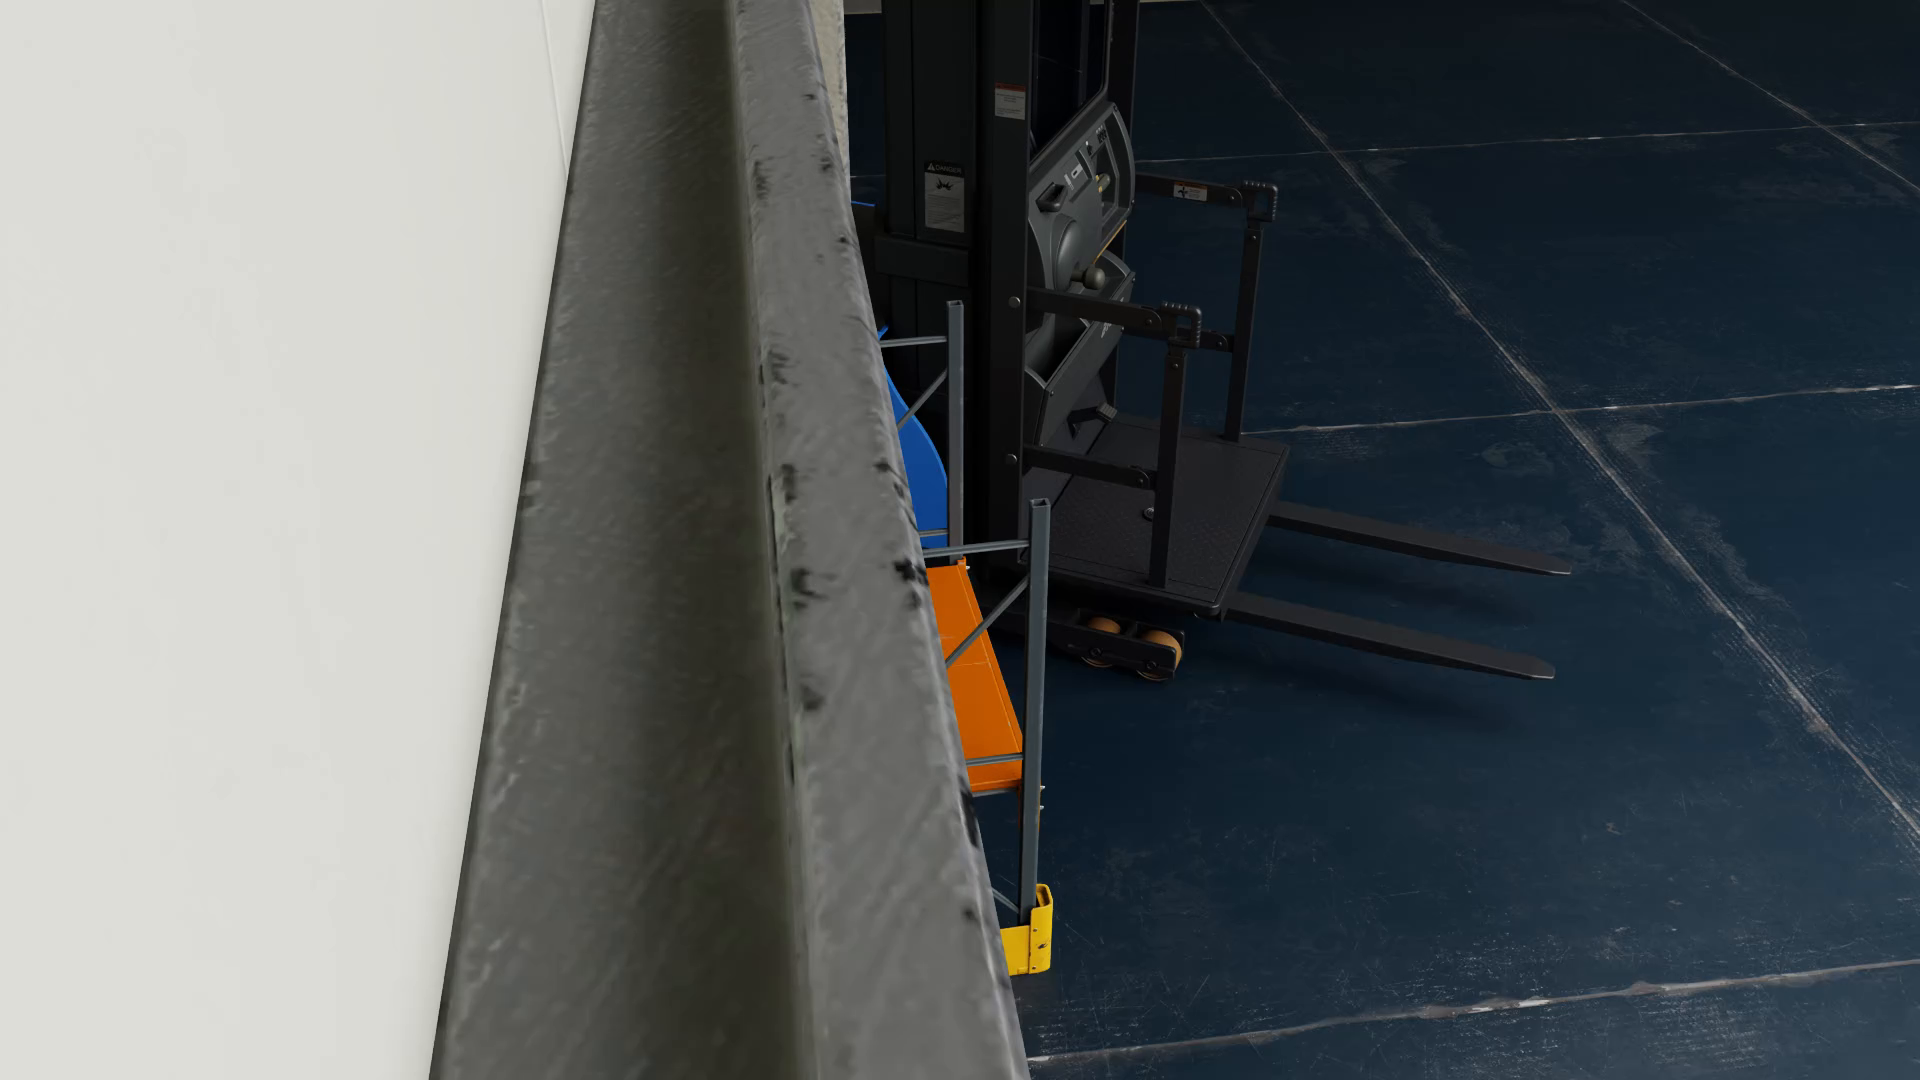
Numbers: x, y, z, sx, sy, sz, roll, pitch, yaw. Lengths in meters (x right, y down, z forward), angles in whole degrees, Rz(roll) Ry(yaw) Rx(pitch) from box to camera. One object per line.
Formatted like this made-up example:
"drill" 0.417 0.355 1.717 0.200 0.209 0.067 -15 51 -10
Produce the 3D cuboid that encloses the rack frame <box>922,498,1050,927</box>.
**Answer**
"rack frame" -0.047 0.561 4.095 0.500 1.500 0.032 -6 35 -9

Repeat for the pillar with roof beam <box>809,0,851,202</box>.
"pillar with roof beam" 3.909 -2.664 2.168 9.100 9.000 0.400 -4 35 -6

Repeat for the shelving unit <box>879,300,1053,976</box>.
"shelving unit" -0.141 0.285 4.500 0.587 1.500 1.083 -6 35 -9

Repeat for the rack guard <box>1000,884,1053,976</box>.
"rack guard" -0.047 1.077 4.448 0.587 0.250 0.087 -6 35 -9

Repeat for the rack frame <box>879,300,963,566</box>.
"rack frame" -0.239 -0.001 4.920 0.500 1.500 0.032 -6 35 -9

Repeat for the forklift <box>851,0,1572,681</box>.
"forklift" 0.578 -1.081 5.234 3.031 2.935 1.130 13 36 18

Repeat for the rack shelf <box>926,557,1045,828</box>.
"rack shelf" -0.143 0.428 4.609 0.538 0.185 1.000 -6 35 -9
